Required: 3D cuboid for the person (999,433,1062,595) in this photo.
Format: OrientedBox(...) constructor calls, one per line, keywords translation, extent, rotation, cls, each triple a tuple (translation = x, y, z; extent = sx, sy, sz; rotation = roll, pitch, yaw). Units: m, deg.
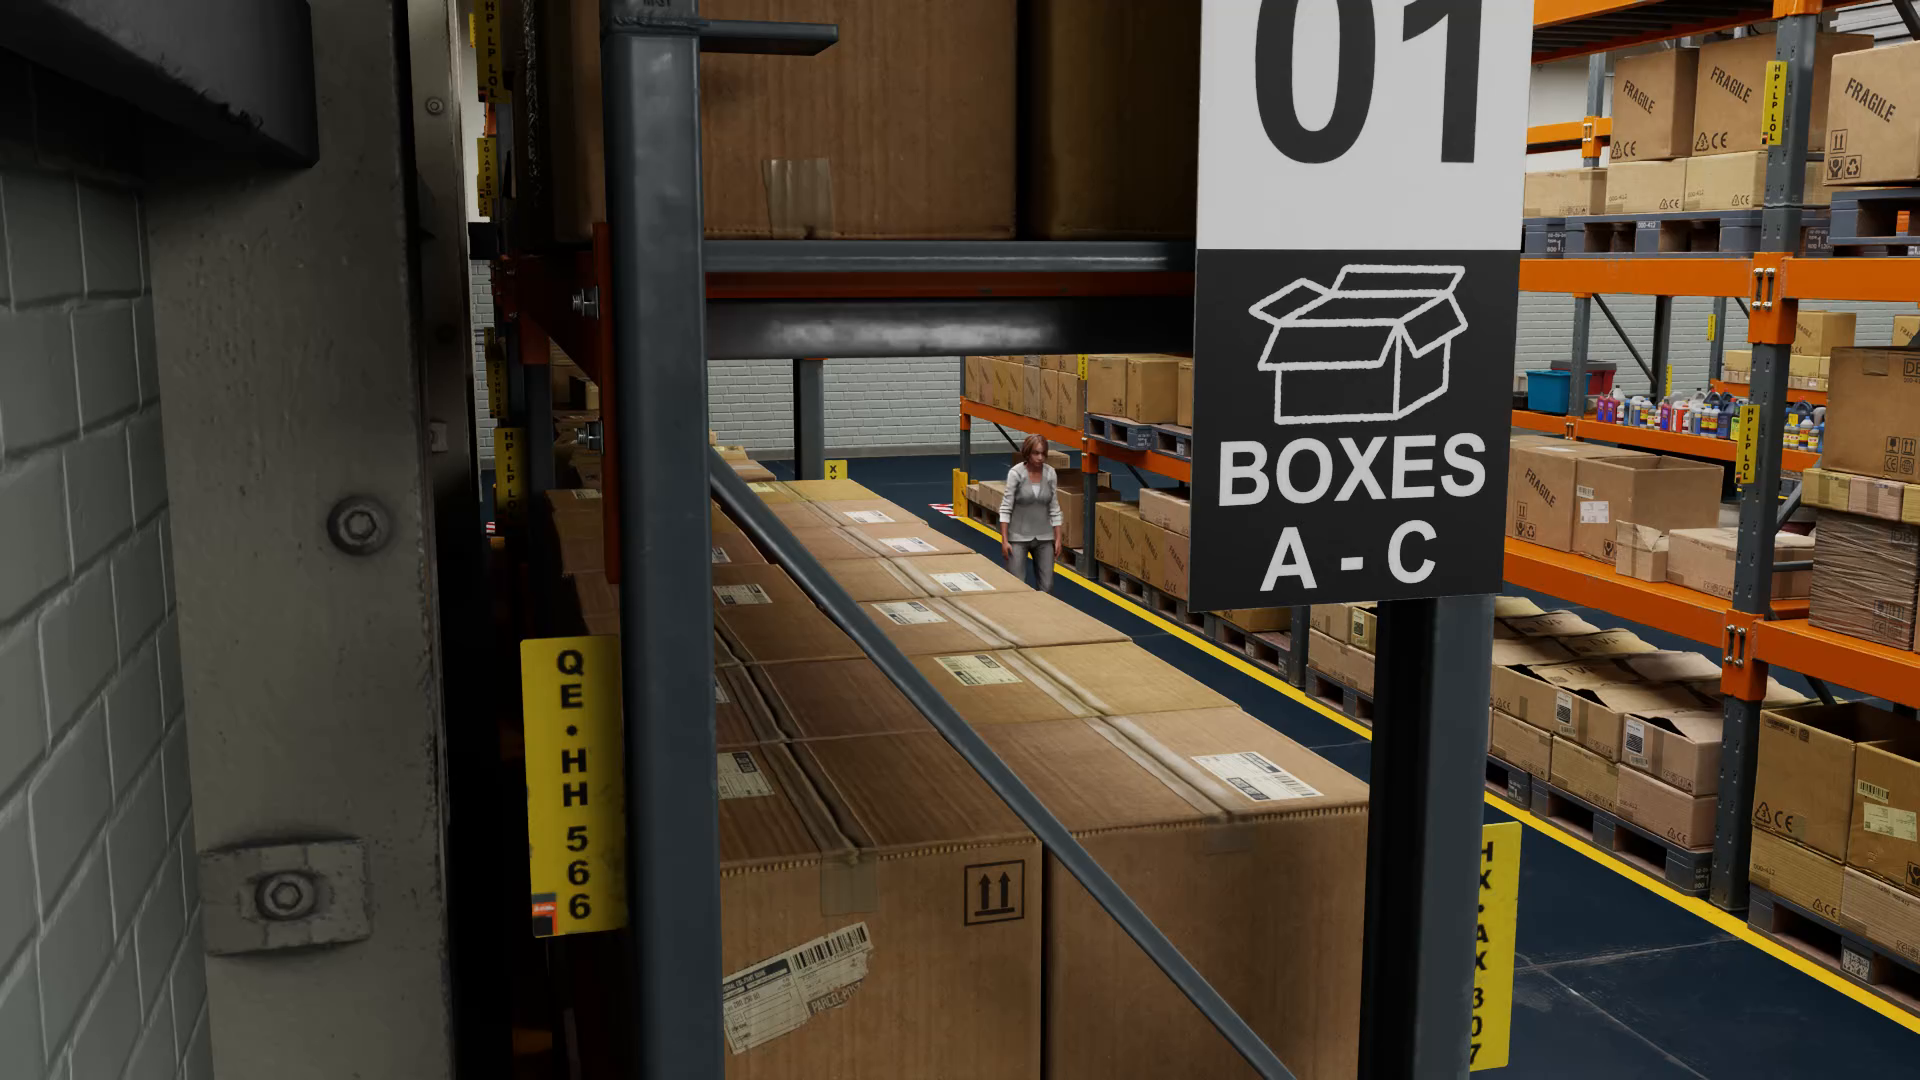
OrientedBox(translation=(0.507, 0.084, 11.921), extent=(0.461, 1.478, 0.343), rotation=(-3, 10, -16), cls="person")
